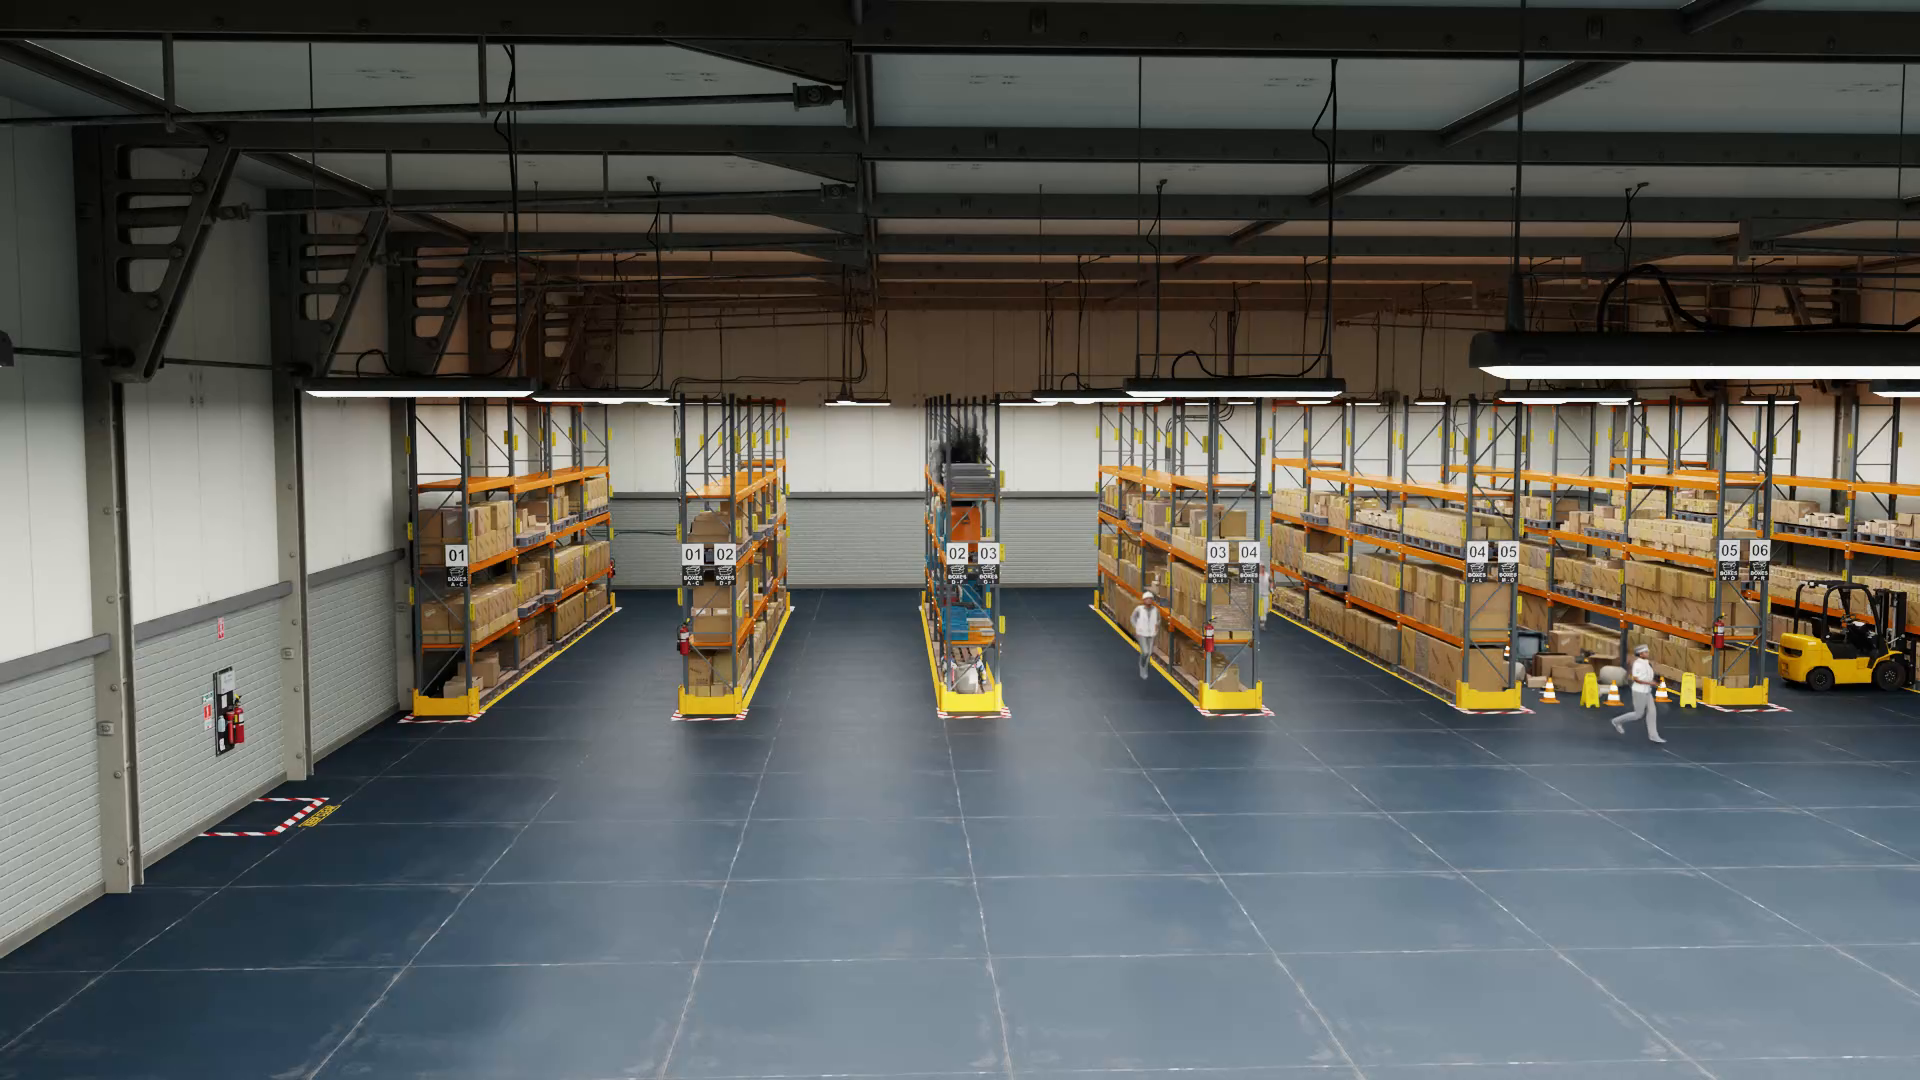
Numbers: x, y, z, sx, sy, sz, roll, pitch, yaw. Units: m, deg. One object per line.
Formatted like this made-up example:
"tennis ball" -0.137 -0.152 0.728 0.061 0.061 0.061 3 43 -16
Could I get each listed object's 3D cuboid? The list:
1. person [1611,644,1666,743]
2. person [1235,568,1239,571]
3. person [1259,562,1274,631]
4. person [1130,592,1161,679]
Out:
"person" 11.700 2.618 28.596 0.898 1.696 0.580 4 6 38
"person" 7.746 1.337 45.780 0.575 1.559 0.626 0 5 4
"person" 7.832 1.449 43.128 0.669 1.748 0.848 0 5 -1
"person" 3.779 1.928 33.583 0.580 1.783 0.726 -1 5 -13
